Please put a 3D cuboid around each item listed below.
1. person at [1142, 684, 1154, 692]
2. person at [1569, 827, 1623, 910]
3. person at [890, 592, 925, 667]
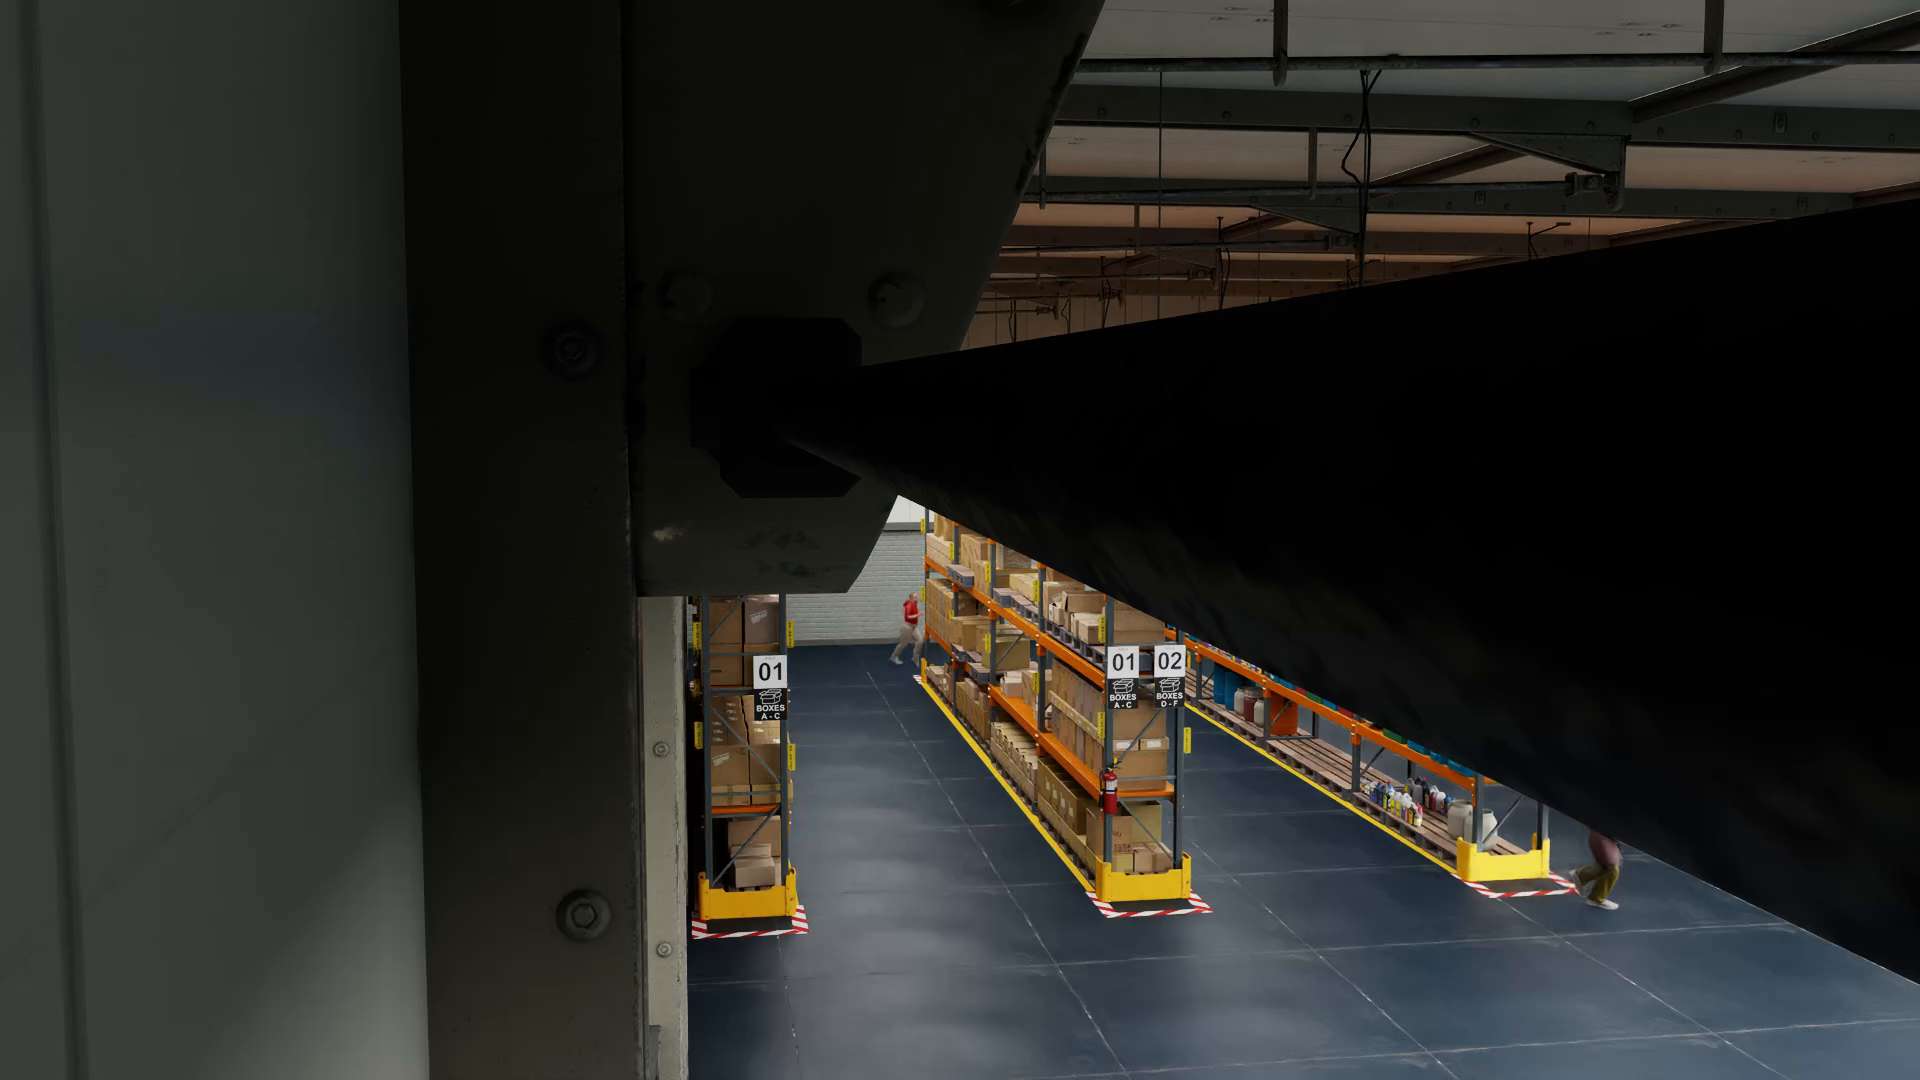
[{"bbox_3d":[3.572,2.781,31.265,0.718,1.591,0.879,0,5,-1],"label":"person"},{"bbox_3d":[7.818,3.681,20.391,0.615,1.734,0.738,2,5,17],"label":"person"},{"bbox_3d":[-1.207,2.107,38.595,0.881,1.809,0.639,2,5,19],"label":"person"}]
